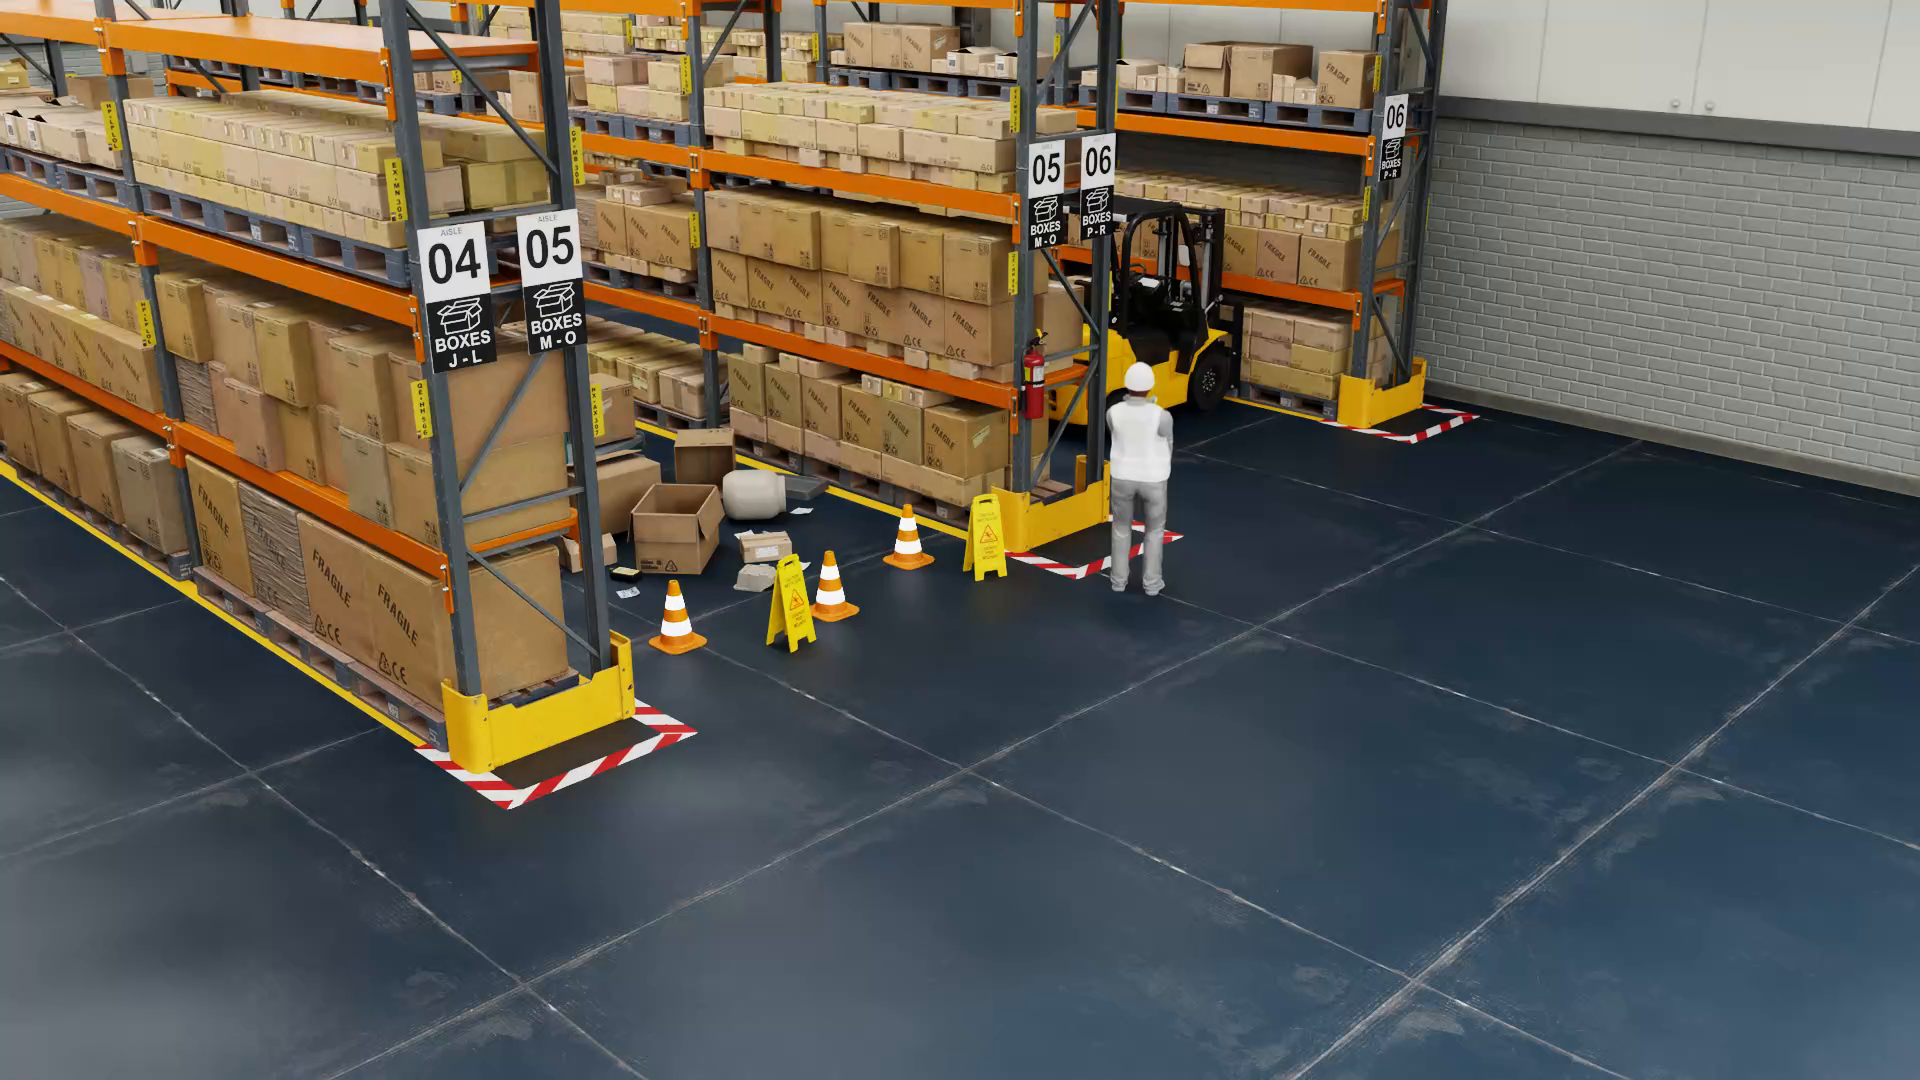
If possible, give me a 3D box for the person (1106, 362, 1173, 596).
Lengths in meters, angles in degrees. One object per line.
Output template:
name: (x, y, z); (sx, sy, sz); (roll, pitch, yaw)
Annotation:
person: (1.338, -0.490, 12.366); (0.495, 1.768, 0.554); (6, 21, 16)
